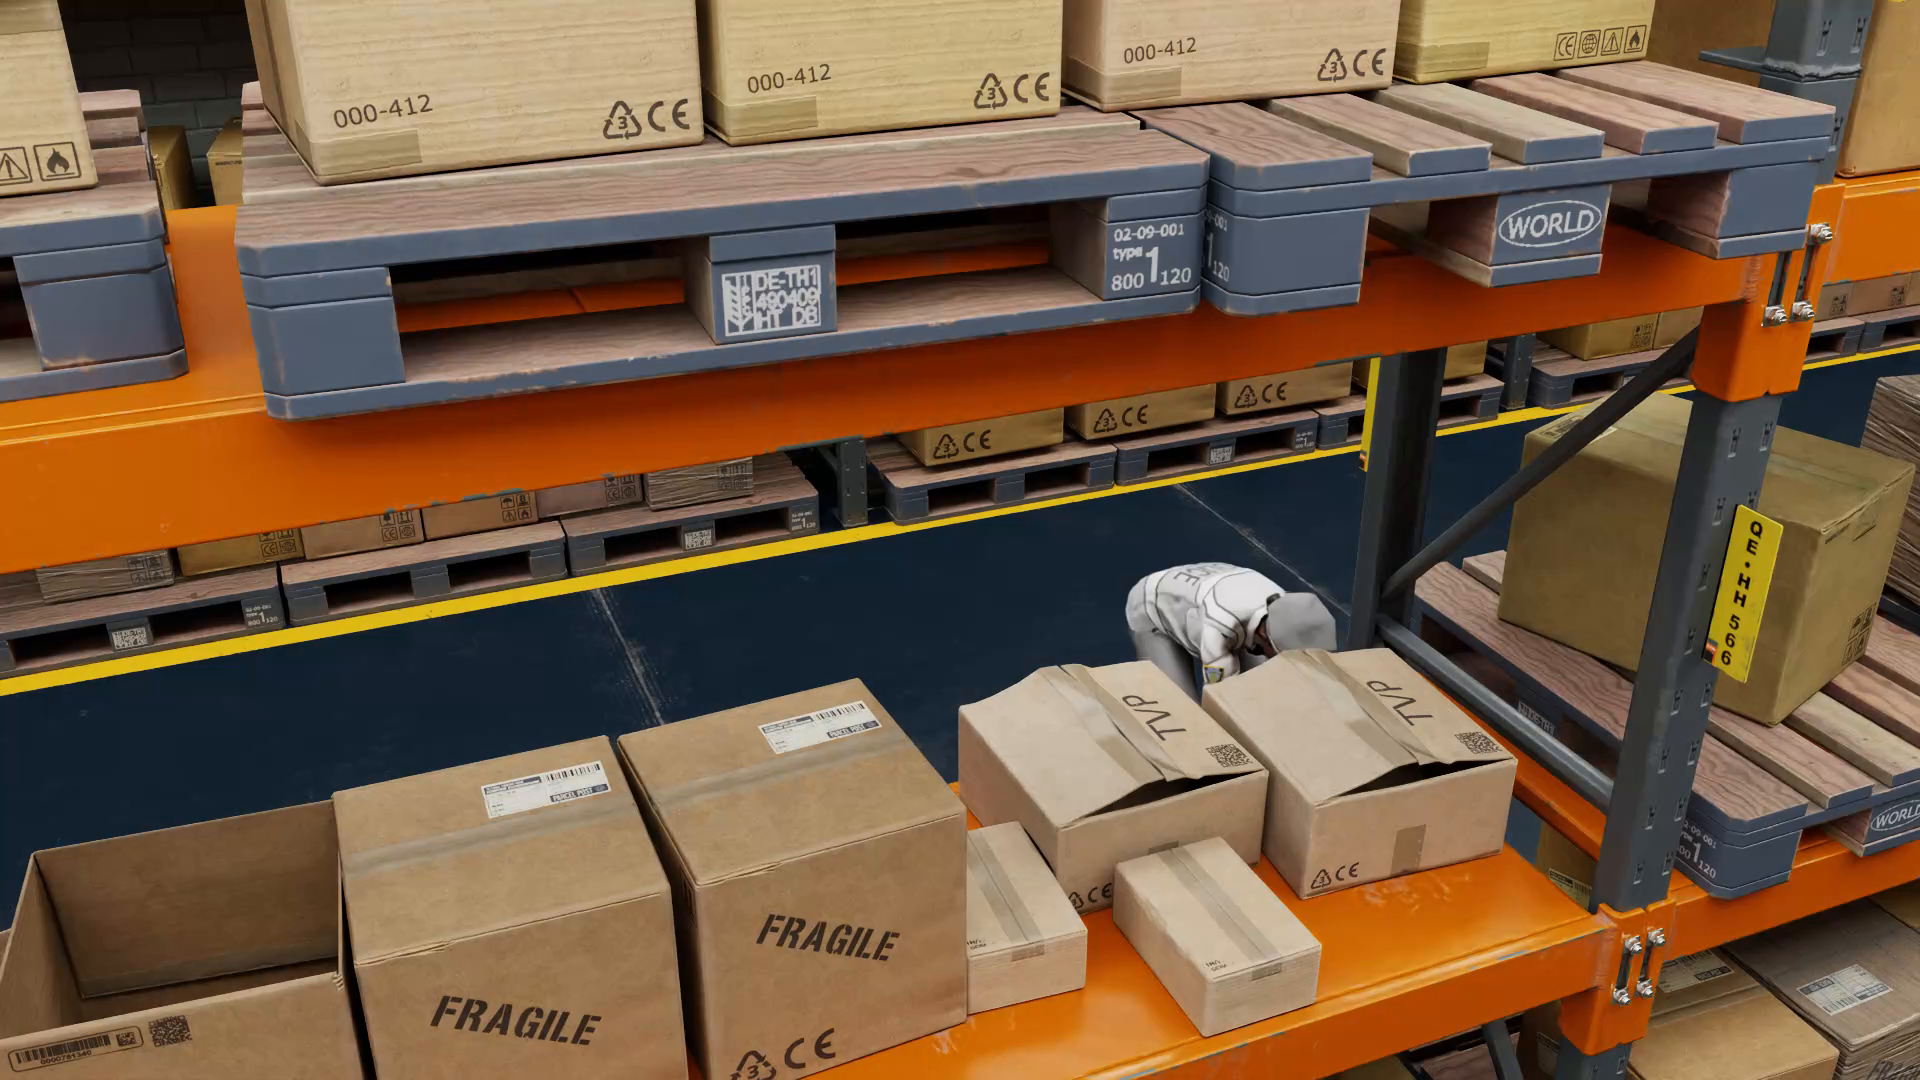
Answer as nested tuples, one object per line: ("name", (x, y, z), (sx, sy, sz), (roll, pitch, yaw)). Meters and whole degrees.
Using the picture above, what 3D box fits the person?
("person", (0.929, 0.508, 5.860), (0.457, 0.979, 0.916), (-12, 28, -22))
